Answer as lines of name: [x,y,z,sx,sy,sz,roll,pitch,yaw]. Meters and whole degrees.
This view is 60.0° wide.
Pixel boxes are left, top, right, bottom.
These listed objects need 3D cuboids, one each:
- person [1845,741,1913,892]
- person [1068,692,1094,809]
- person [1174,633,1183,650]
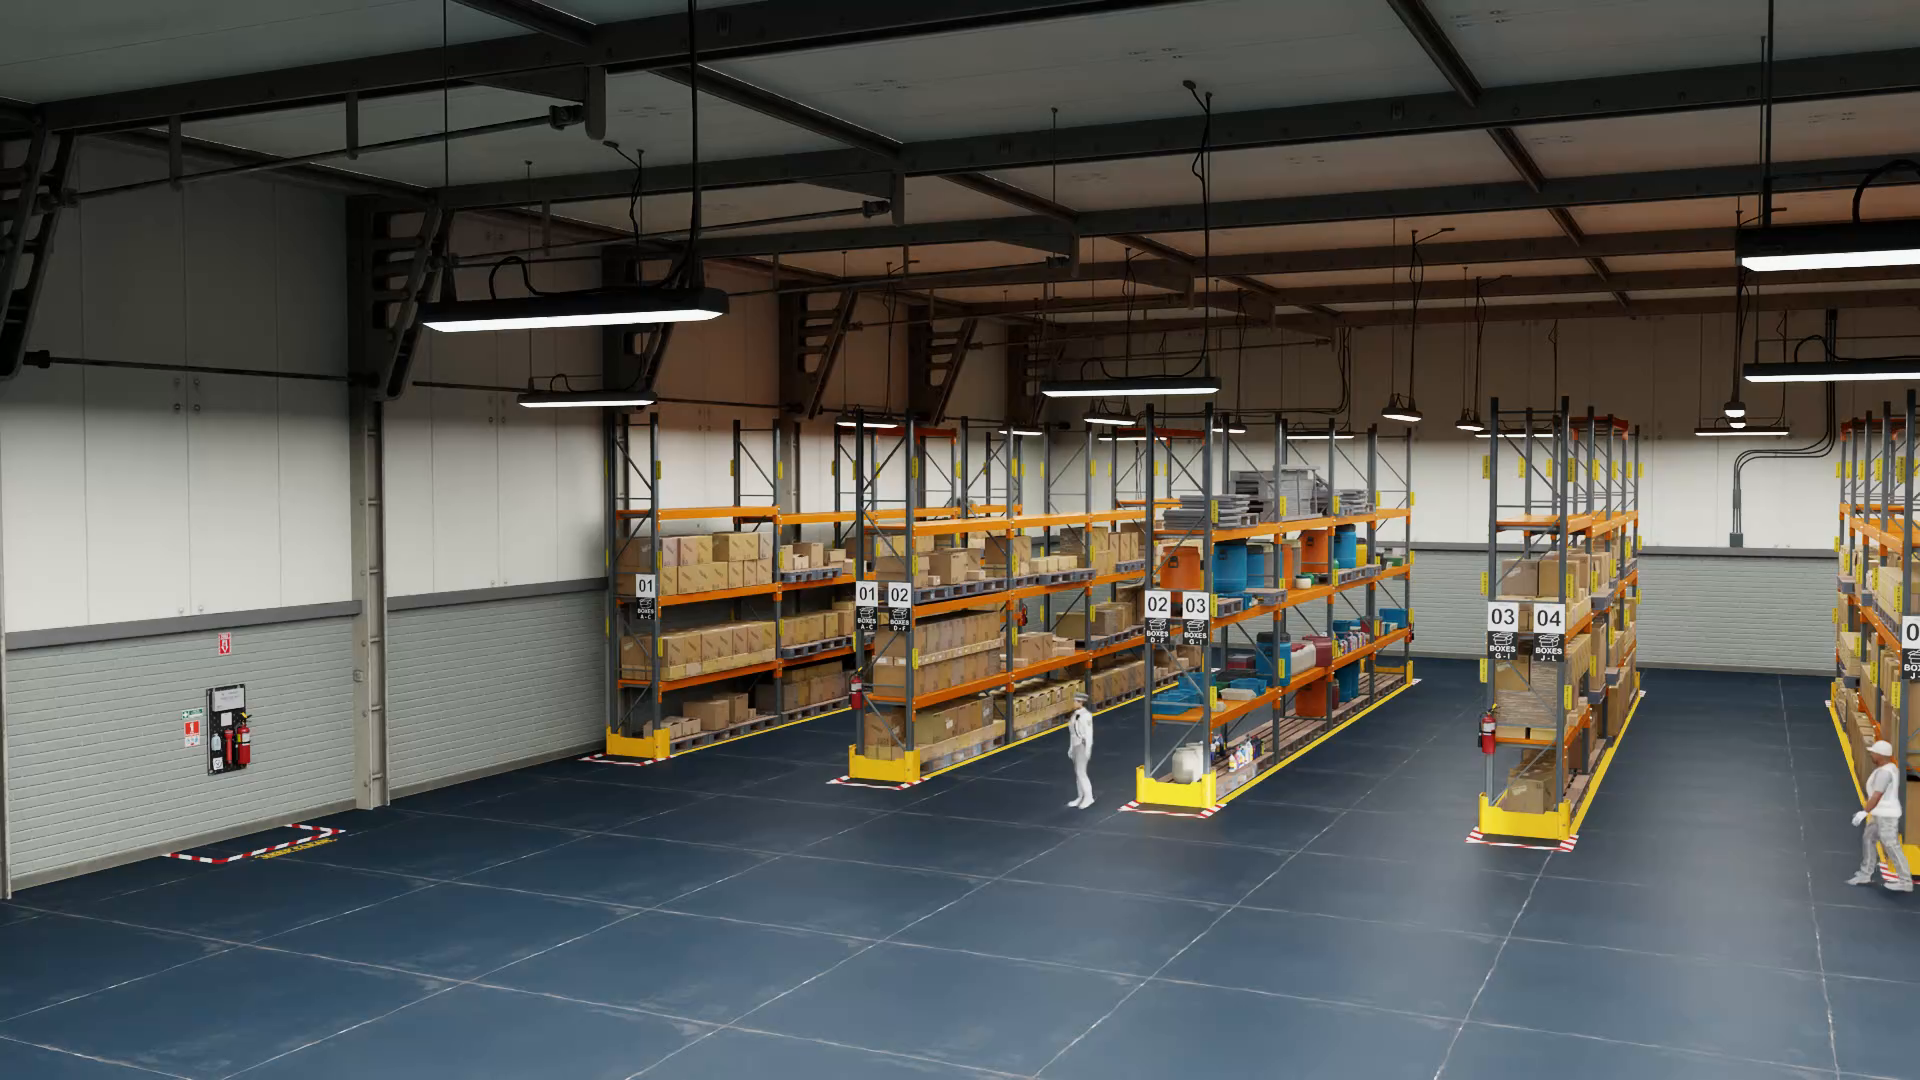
person: [10.951,3.293,19.806,0.734,1.814,0.619,2,3,33]
person: [1.782,3.130,24.790,0.355,1.711,0.529,-1,3,-20]
person: [5.734,2.328,42.549,0.561,1.788,0.504,1,3,17]
